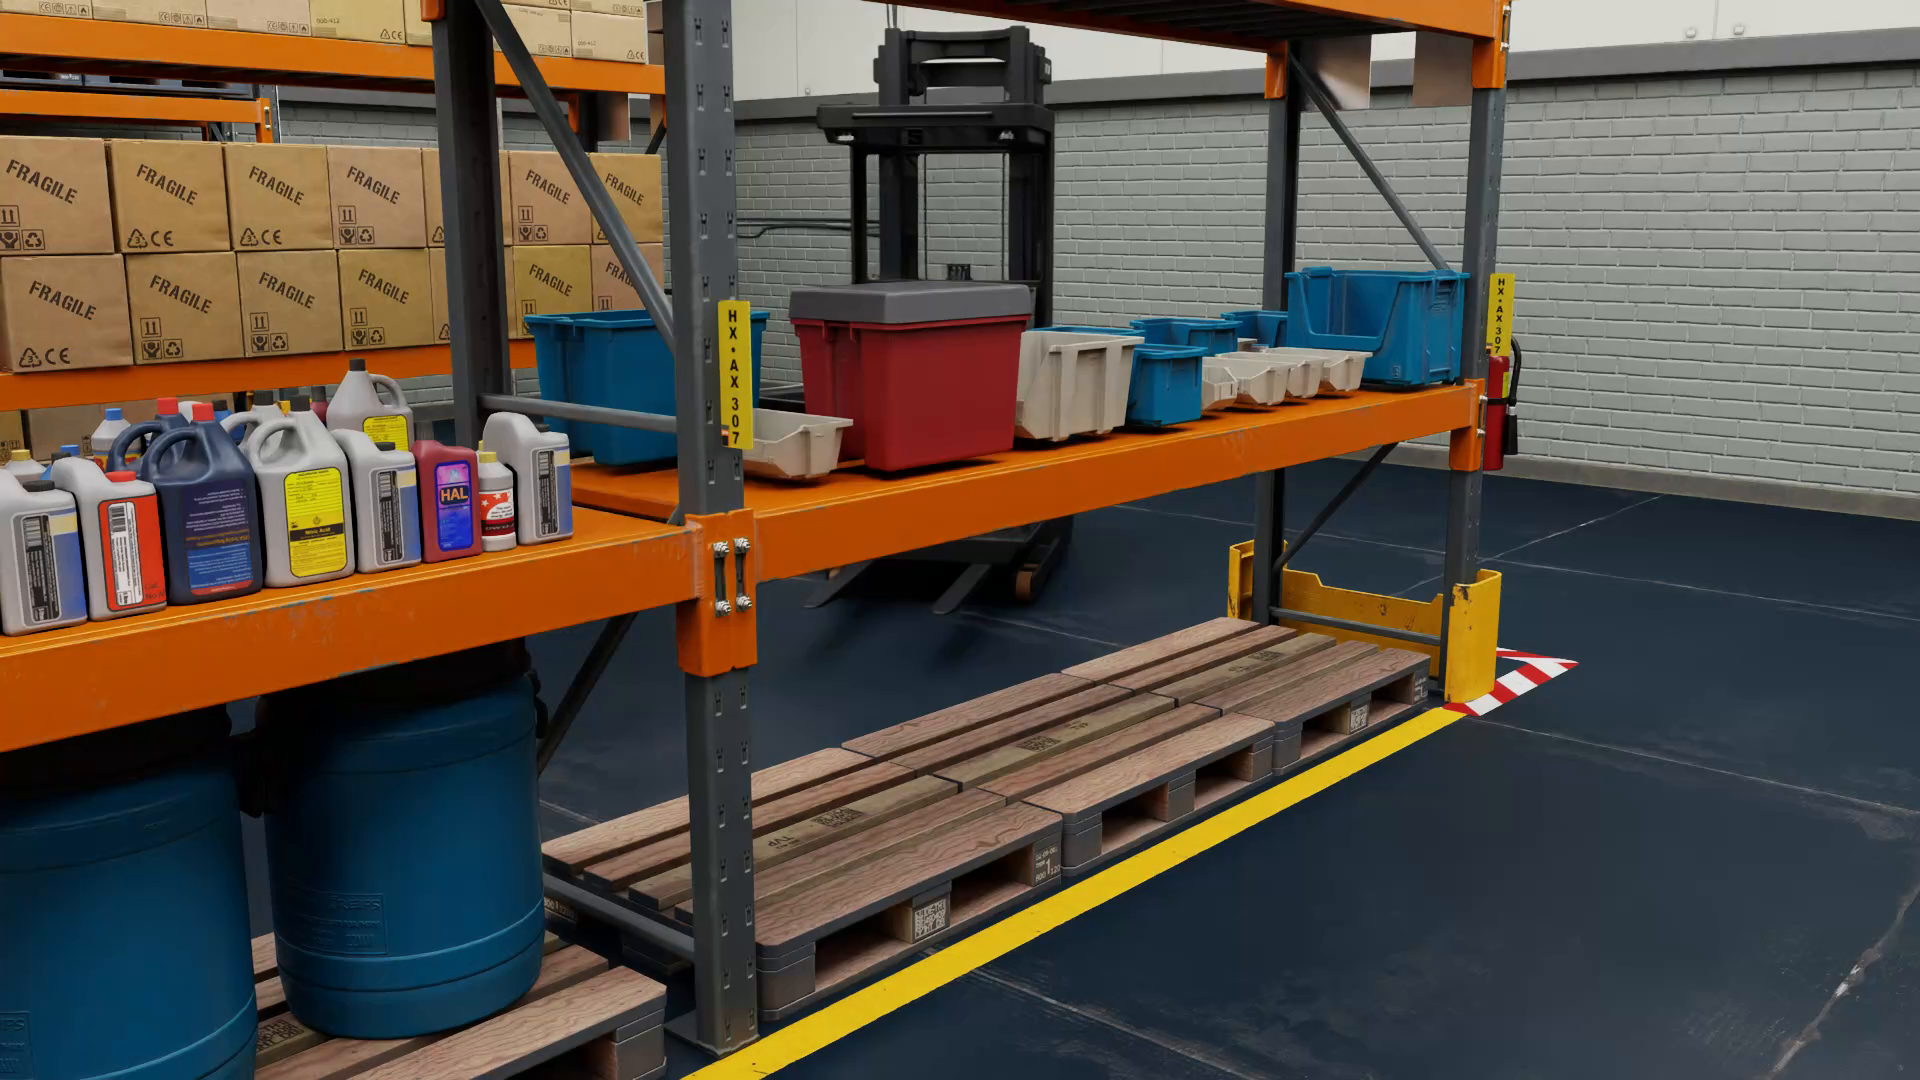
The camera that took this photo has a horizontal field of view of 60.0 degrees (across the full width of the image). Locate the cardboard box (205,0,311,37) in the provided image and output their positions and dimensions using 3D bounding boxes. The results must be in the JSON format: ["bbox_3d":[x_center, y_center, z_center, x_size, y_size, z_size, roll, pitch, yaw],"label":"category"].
[{"bbox_3d":[-3.454,-2.524,7.915,0.500,0.250,0.500,10,15,40],"label":"cardboard box"}]

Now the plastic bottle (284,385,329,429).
[{"bbox_3d":[-1.558,-0.224,3.973,0.061,0.283,0.133,10,15,40],"label":"plastic bottle"}]

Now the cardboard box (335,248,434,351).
[{"bbox_3d":[-3.082,-1.254,8.574,0.500,0.500,0.500,9,15,40],"label":"cardboard box"}]

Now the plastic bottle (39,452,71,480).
[{"bbox_3d":[-1.604,-0.022,2.994,0.097,0.271,0.097,0,11,0],"label":"plastic bottle"}]

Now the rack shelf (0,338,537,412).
[{"bbox_3d":[-3.305,-0.882,8.807,1.077,0.370,4.000,10,15,40],"label":"rack shelf"}]

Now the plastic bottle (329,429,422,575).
[{"bbox_3d":[-1.166,-0.085,3.298,0.152,0.276,0.135,10,15,40],"label":"plastic bottle"}]

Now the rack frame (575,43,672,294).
[{"bbox_3d":[-1.985,-1.529,10.210,1.000,3.000,0.127,10,15,40],"label":"rack frame"}]

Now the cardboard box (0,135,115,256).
[{"bbox_3d":[-4.103,-1.513,7.321,0.500,0.500,0.500,10,15,42],"label":"cardboard box"}]

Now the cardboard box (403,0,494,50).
[{"bbox_3d":[-2.785,-2.670,8.644,0.500,0.250,0.500,10,15,40],"label":"cardboard box"}]

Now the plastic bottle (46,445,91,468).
[{"bbox_3d":[-1.902,-0.102,3.570,0.097,0.201,0.097,0,11,0],"label":"plastic bottle"}]

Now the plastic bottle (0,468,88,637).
[{"bbox_3d":[-1.587,0.008,2.827,0.152,0.276,0.135,10,15,40],"label":"plastic bottle"}]

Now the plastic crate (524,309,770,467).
[{"bbox_3d":[-0.855,-0.434,4.614,0.392,0.384,0.575,10,15,40],"label":"plastic crate"}]

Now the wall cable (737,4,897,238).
[{"bbox_3d":[-1.706,-4.374,17.065,3.097,2.526,0.112,10,15,40],"label":"wall cable"}]

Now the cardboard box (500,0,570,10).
[{"bbox_3d":[-2.462,-2.990,8.970,0.500,0.250,0.500,10,15,40],"label":"cardboard box"}]

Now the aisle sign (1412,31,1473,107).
[{"bbox_3d":[2.001,-2.136,6.609,0.394,0.787,0.004,10,15,40],"label":"aisle sign"}]

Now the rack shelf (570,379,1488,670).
[{"bbox_3d":[0.413,-0.241,5.598,1.077,0.370,4.000,10,15,40],"label":"rack shelf"}]

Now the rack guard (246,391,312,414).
[{"bbox_3d":[-5.693,-0.947,13.676,1.175,0.500,0.348,10,15,40],"label":"rack guard"}]

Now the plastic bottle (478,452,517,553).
[{"bbox_3d":[-0.980,-0.082,3.471,0.097,0.201,0.097,0,11,0],"label":"plastic bottle"}]

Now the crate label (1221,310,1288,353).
[{"bbox_3d":[1.323,-0.842,7.042,0.416,0.233,0.303,10,15,40],"label":"crate label"}]

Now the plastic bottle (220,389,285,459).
[{"bbox_3d":[-1.376,-0.117,3.263,0.144,0.351,0.185,10,15,40],"label":"plastic bottle"}]

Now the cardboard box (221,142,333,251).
[{"bbox_3d":[-3.423,-1.665,8.079,0.500,0.500,0.500,9,15,39],"label":"cardboard box"}]

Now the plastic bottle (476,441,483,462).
[{"bbox_3d":[-1.030,-0.116,3.641,0.097,0.201,0.097,0,11,0],"label":"plastic bottle"}]

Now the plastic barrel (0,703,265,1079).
[{"bbox_3d":[-1.746,0.705,3.307,0.600,0.901,0.708,10,15,40],"label":"plastic barrel"}]

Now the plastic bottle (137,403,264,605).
[{"bbox_3d":[-1.390,-0.071,3.034,0.144,0.351,0.185,10,15,40],"label":"plastic bottle"}]

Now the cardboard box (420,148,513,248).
[{"bbox_3d":[-2.744,-1.816,8.839,0.500,0.500,0.500,10,15,42],"label":"cardboard box"}]

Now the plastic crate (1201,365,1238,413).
[{"bbox_3d":[0.782,-0.514,5.647,0.298,0.136,0.250,10,15,40],"label":"plastic crate"}]

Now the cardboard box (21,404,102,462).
[{"bbox_3d":[-6.757,-0.886,12.297,0.700,0.500,0.500,9,14,39],"label":"cardboard box"}]

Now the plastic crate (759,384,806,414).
[{"bbox_3d":[-0.370,-0.394,5.074,0.437,0.125,0.590,10,15,40],"label":"plastic crate"}]

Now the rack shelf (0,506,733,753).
[{"bbox_3d":[-2.227,0.347,2.651,1.077,0.370,4.000,10,15,40],"label":"rack shelf"}]

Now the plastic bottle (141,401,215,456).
[{"bbox_3d":[-1.740,-0.166,3.702,0.152,0.276,0.135,10,15,40],"label":"plastic bottle"}]

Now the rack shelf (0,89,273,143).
[{"bbox_3d":[-7.029,-2.993,11.717,1.077,0.370,4.000,10,15,40],"label":"rack shelf"}]

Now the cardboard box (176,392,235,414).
[{"bbox_3d":[-6.095,-1.033,13.037,0.700,0.500,0.500,10,15,40],"label":"cardboard box"}]

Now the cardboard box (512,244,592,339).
[{"bbox_3d":[-2.416,-1.401,9.309,0.500,0.500,0.500,10,15,41],"label":"cardboard box"}]

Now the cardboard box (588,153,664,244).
[{"bbox_3d":[-2.072,-1.968,9.596,0.500,0.500,0.500,10,15,40],"label":"cardboard box"}]

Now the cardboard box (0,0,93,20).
[{"bbox_3d":[-4.118,-2.378,7.182,0.500,0.250,0.500,10,15,40],"label":"cardboard box"}]

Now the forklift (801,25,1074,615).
[{"bbox_3d":[-0.094,-1.193,8.701,1.130,2.935,3.031,2,12,11],"label":"forklift"}]

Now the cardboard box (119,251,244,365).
[{"bbox_3d":[-3.749,-1.105,7.832,0.500,0.500,0.500,10,15,41],"label":"cardboard box"}]

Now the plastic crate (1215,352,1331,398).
[{"bbox_3d":[1.129,-0.604,6.099,0.396,0.136,0.243,10,15,40],"label":"plastic crate"}]

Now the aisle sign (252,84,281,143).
[{"bbox_3d":[-5.436,-3.416,13.018,0.394,0.787,0.004,10,15,40],"label":"aisle sign"}]

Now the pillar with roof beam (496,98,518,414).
[{"bbox_3d":[-1.342,-5.064,12.588,9.100,9.000,0.400,10,15,40],"label":"pillar with roof beam"}]

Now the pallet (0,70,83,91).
[{"bbox_3d":[-6.996,-3.306,11.673,1.003,0.211,1.213,10,15,40],"label":"pallet"}]

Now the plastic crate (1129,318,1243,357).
[{"bbox_3d":[0.889,-0.745,6.557,0.416,0.233,0.300,10,15,40],"label":"plastic crate"}]

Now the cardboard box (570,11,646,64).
[{"bbox_3d":[-2.126,-2.817,9.382,0.500,0.250,0.500,10,15,40],"label":"cardboard box"}]

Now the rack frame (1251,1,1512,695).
[{"bbox_3d":[1.733,-0.888,7.001,1.000,3.000,0.127,10,15,40],"label":"rack frame"}]

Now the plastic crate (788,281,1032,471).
[{"bbox_3d":[-0.129,-0.460,4.537,0.402,0.464,0.583,10,15,40],"label":"plastic crate"}]

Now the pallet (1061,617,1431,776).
[{"bbox_3d":[1.160,0.595,6.691,1.003,0.211,1.213,10,15,40],"label":"pallet"}]

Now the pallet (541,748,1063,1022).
[{"bbox_3d":[-0.451,0.954,4.894,1.003,0.211,1.213,10,15,40],"label":"pallet"}]

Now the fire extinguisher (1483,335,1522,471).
[{"bbox_3d":[2.174,-0.631,6.862,0.296,0.674,0.183,10,15,40],"label":"fire extinguisher"}]

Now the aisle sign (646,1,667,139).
[{"bbox_3d":[-1.710,-2.775,9.807,0.394,0.787,0.004,10,15,40],"label":"aisle sign"}]
